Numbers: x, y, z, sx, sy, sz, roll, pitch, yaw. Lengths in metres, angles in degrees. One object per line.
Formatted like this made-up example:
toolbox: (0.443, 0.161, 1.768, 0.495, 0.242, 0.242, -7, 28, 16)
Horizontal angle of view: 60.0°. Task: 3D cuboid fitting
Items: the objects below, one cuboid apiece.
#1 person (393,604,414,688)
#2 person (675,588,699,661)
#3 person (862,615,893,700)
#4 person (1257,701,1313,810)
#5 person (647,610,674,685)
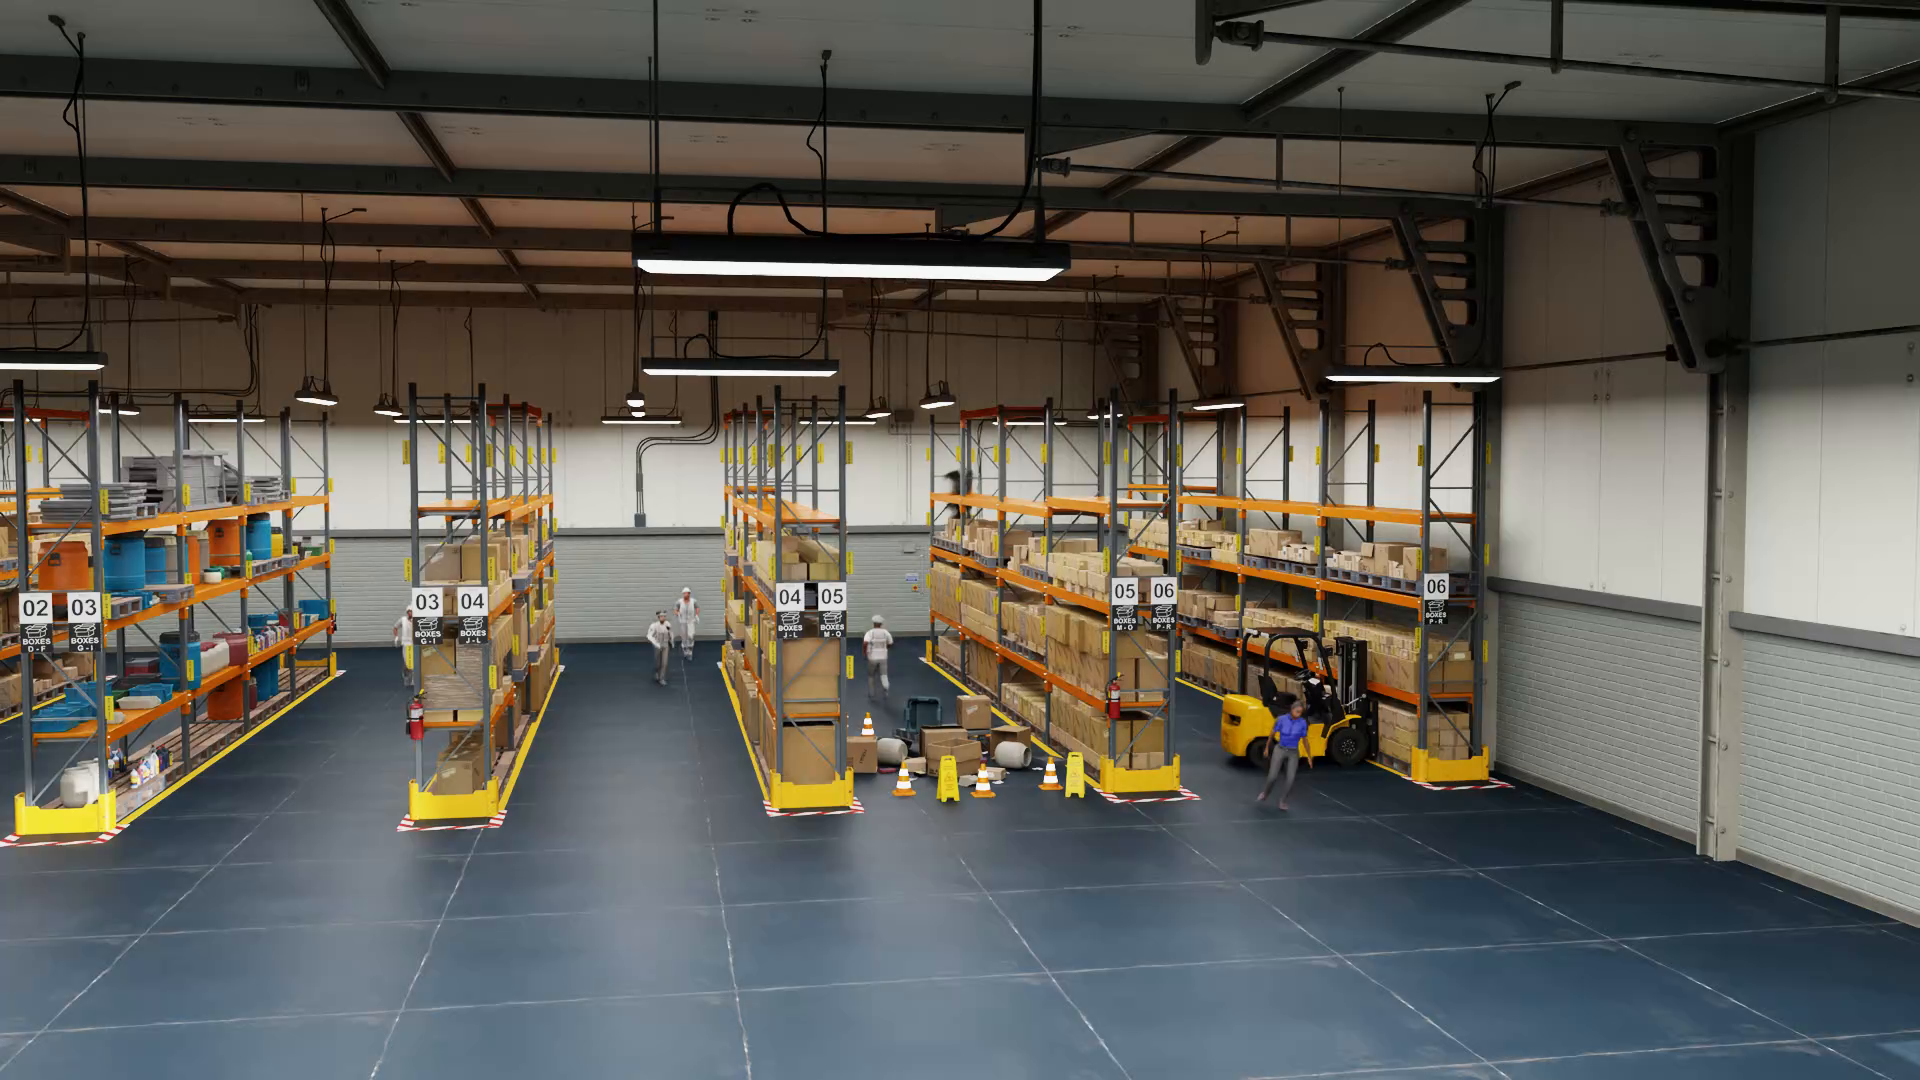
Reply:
person: (-11.869, 2.292, 35.955, 0.676, 1.793, 0.709, -1, 3, -24)
person: (-6.692, 2.066, 40.752, 0.582, 1.819, 0.866, 0, 3, -5)
person: (-1.685, 2.403, 33.778, 0.678, 1.745, 0.926, -1, 3, -16)
person: (4.584, 3.019, 23.460, 0.720, 1.570, 0.612, 0, 3, -2)
person: (-6.592, 2.339, 36.544, 0.614, 1.646, 0.719, -1, 3, -23)
